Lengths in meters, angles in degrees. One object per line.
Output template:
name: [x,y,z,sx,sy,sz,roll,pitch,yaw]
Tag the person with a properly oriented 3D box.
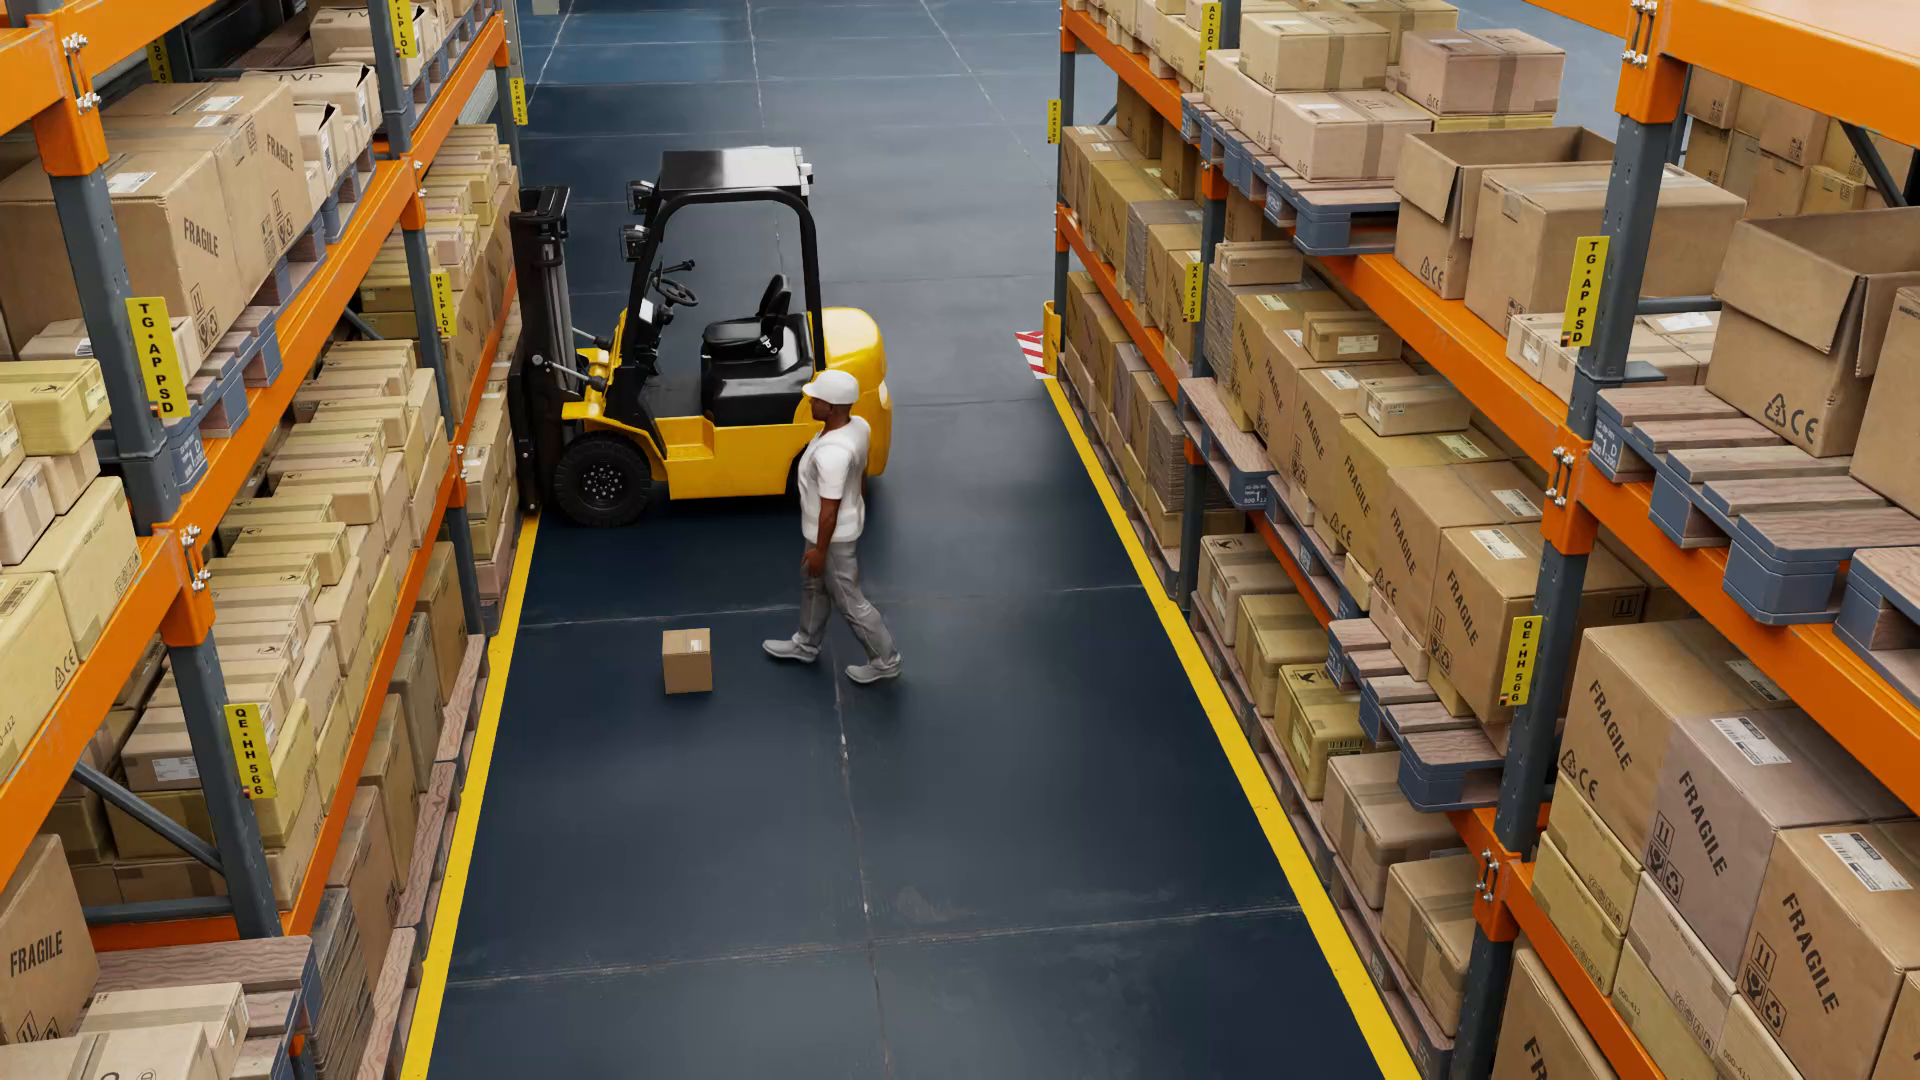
person: [-0.707,-0.062,8.718,0.812,1.758,0.573,2,27,5]
